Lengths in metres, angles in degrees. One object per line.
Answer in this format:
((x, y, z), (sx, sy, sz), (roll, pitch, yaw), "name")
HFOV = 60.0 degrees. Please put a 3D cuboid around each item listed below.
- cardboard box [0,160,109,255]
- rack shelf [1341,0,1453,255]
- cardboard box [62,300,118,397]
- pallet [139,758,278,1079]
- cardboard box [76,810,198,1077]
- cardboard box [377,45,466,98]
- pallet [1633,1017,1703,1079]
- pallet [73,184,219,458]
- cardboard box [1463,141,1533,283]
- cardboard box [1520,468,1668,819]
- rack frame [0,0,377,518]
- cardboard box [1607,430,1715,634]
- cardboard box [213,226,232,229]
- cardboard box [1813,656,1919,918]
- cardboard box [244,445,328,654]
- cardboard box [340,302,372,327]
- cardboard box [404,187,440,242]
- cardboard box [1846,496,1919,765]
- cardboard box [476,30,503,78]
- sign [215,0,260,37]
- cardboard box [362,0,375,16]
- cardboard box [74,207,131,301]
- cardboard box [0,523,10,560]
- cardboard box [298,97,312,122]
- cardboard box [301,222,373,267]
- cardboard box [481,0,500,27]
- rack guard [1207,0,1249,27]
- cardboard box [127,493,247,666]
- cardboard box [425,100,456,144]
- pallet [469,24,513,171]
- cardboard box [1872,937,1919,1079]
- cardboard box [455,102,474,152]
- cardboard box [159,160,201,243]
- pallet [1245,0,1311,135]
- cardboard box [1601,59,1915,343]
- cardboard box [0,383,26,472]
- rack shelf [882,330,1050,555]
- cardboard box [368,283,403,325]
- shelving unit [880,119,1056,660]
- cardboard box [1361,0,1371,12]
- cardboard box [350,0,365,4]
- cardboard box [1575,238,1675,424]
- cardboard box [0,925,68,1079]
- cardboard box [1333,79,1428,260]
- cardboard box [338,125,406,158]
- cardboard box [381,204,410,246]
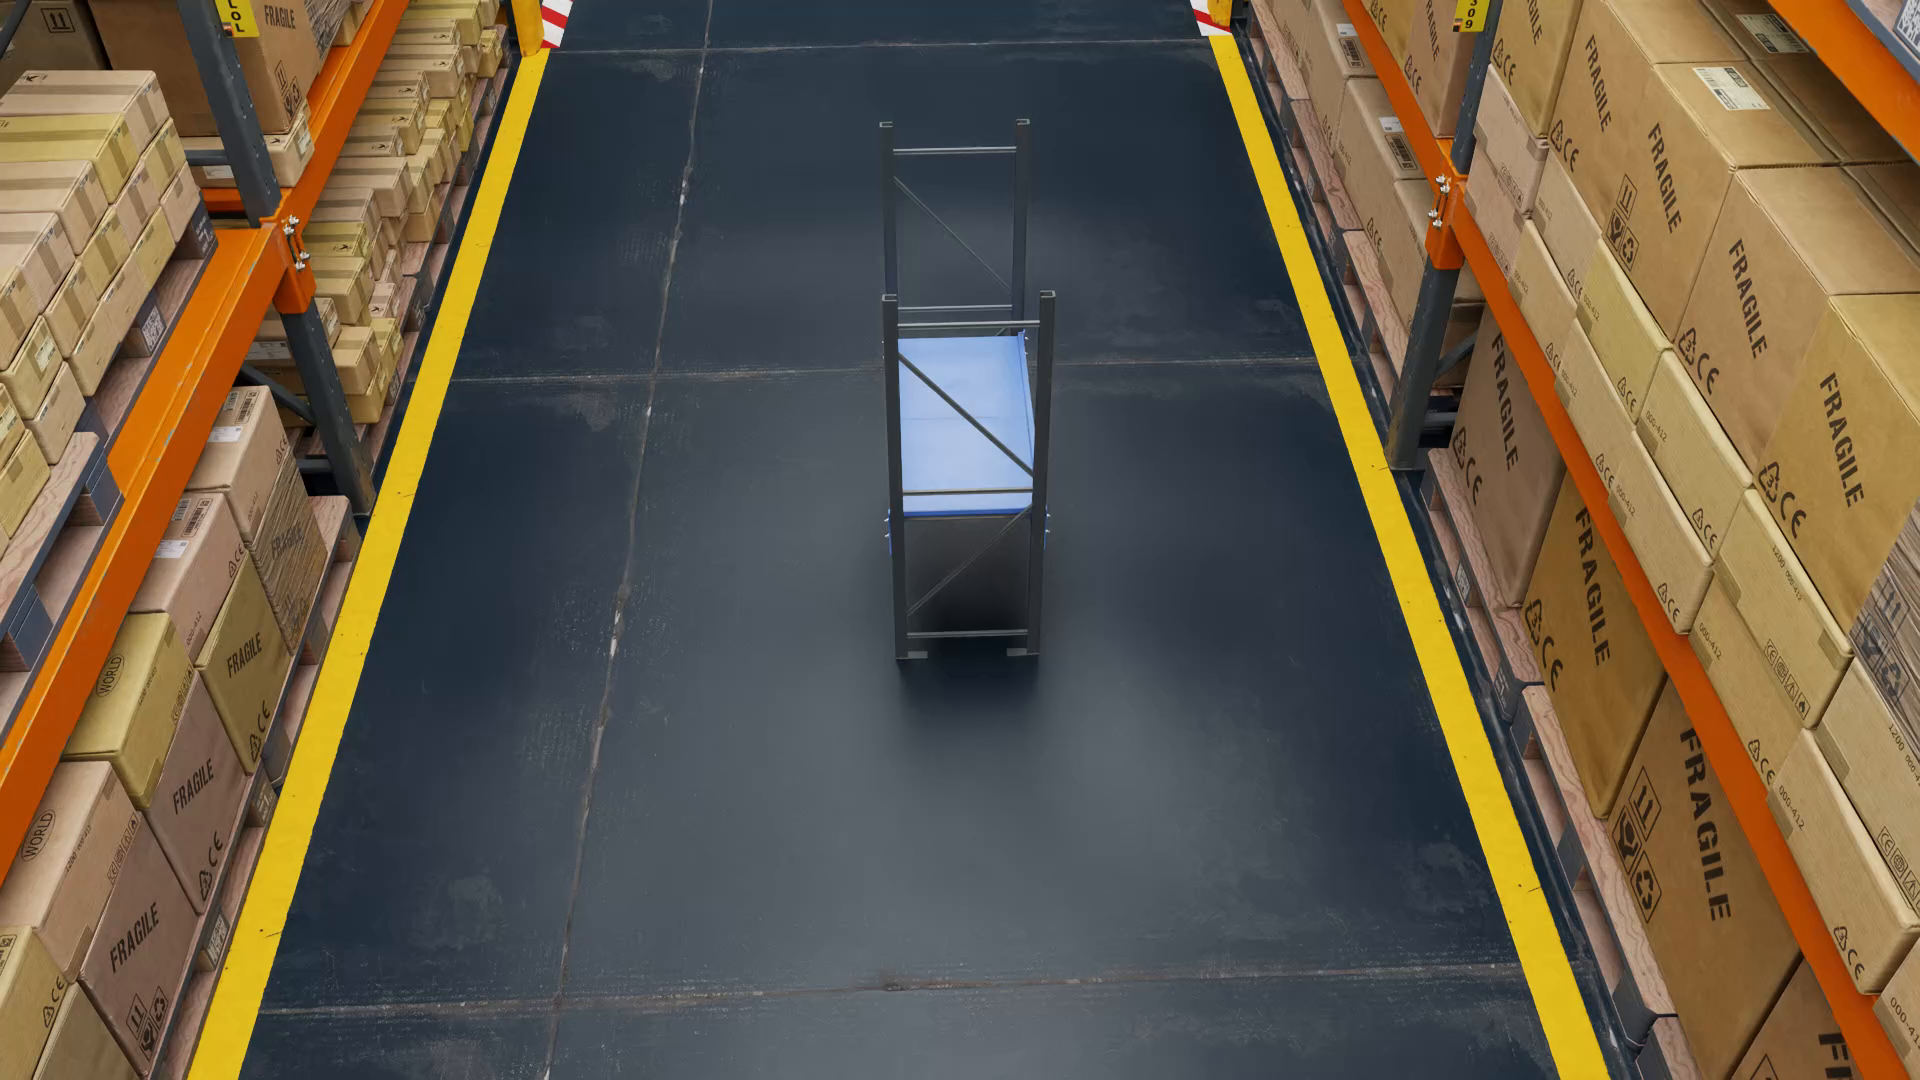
((-2.518, -0.878, 4.423), (0.380, 0.149, 0.250), (-3, 43, -3), "cardboard box")
((2.105, -2.513, 7.304), (1.077, 0.370, 4.000), (-2, 43, -2), "rack shelf")
((-2.506, -0.505, 4.456), (0.380, 0.149, 0.250), (-4, 43, -4), "cardboard box")
((-2.662, 1.161, 4.827), (1.003, 0.211, 1.213), (-2, 43, -2), "pallet")
((-2.408, 1.079, 4.393), (0.500, 0.500, 0.500), (-3, 43, -3), "cardboard box")
((-2.540, -2.193, 7.781), (0.380, 0.149, 0.250), (0, 43, 0), "cardboard box")
((2.401, 1.766, 4.167), (1.003, 0.211, 1.213), (-2, 43, -2), "pallet")
((-2.865, -0.627, 4.856), (1.003, 0.211, 1.213), (-2, 43, -2), "pallet")
((1.945, -1.068, 5.307), (0.500, 0.250, 0.500), (-3, 43, -3), "cardboard box")
((2.342, 0.226, 5.045), (0.875, 0.875, 0.875), (-1, 43, -1), "cardboard box")
((-2.752, -1.218, 5.359), (1.000, 3.000, 0.127), (-2, 43, -2), "rack frame")
((1.986, -0.035, 4.179), (0.500, 0.250, 0.500), (-2, 43, -2), "cardboard box")
((-3.095, -1.113, 6.603), (0.380, 0.149, 0.250), (-2, 43, -2), "cardboard box")
((2.060, 0.477, 3.250), (0.500, 0.250, 0.500), (-3, 43, -3), "cardboard box")
((-2.469, 0.041, 5.524), (0.500, 0.500, 0.500), (-2, 43, -3), "cardboard box")
((-2.548, -0.854, 6.540), (0.380, 0.149, 0.250), (-1, 43, -1), "cardboard box")
((-2.542, -1.452, 7.413), (0.380, 0.149, 0.250), (-3, 43, -3), "cardboard box")
((2.046, 0.179, 3.021), (0.500, 0.500, 0.500), (-1, 43, -1), "cardboard box")
((-2.579, -2.502, 8.559), (0.380, 0.149, 0.250), (0, 43, 0), "cardboard box")
((-2.197, -1.663, 4.988), (0.100, 0.325, 0.005), (-2, 43, -2), "sign")
((-2.541, -2.214, 6.631), (0.380, 0.149, 0.250), (0, 43, 0), "cardboard box")
((-2.518, -0.781, 4.538), (0.380, 0.149, 0.250), (0, 43, 0), "cardboard box")
((-2.467, 0.042, 3.860), (0.380, 0.149, 0.250), (-3, 43, -3), "cardboard box")
((-2.522, -1.498, 5.851), (0.380, 0.149, 0.250), (0, 43, -1), "cardboard box")
((-2.572, -1.137, 6.629), (0.380, 0.149, 0.250), (-2, 43, -2), "cardboard box")
((-2.614, -2.784, 8.646), (0.380, 0.149, 0.250), (-3, 43, -3), "cardboard box")
((2.019, -3.223, 9.397), (1.175, 0.500, 0.348), (-2, 43, -2), "rack guard")
((-2.459, 0.115, 4.889), (0.500, 0.250, 0.500), (0, 43, 0), "cardboard box")
((-2.563, -1.910, 7.693), (0.380, 0.149, 0.250), (0, 43, 0), "cardboard box")
((-2.919, -2.290, 8.592), (1.003, 0.211, 1.213), (-2, 43, -2), "pallet")
((2.079, 0.994, 3.057), (0.500, 0.250, 0.500), (-3, 43, -3), "cardboard box")
((-2.557, -1.985, 7.994), (0.380, 0.149, 0.250), (-3, 43, -4), "cardboard box")
((-2.537, -1.018, 5.016), (0.380, 0.149, 0.250), (-3, 43, -3), "cardboard box")
((2.132, -2.563, 8.890), (1.003, 0.211, 1.213), (-2, 43, -2), "pallet")
((1.989, -0.847, 4.140), (0.500, 0.500, 0.500), (-3, 43, -3), "cardboard box")
((-2.478, -0.237, 3.944), (0.380, 0.149, 0.250), (-1, 43, -2), "cardboard box")
((0.004, -0.363, 5.802), (0.538, 0.185, 1.000), (-2, 43, -2), "rack shelf")
((-2.520, -0.923, 6.836), (0.380, 0.149, 0.250), (-2, 43, -2), "cardboard box")
((0.004, -0.495, 5.680), (0.538, 1.500, 1.048), (-2, 43, -2), "shelving unit")
((1.851, -2.457, 6.637), (0.500, 0.500, 0.500), (-2, 43, -2), "cardboard box")
((-2.535, -2.381, 6.333), (0.500, 0.500, 0.500), (-2, 43, -3), "cardboard box")
((1.972, -0.559, 4.381), (0.500, 0.250, 0.500), (-1, 43, -1), "cardboard box")
((-2.391, 1.158, 3.751), (0.500, 0.250, 0.500), (-2, 43, -2), "cardboard box")
((2.232, -1.670, 7.437), (0.875, 0.438, 0.875), (-3, 43, -3), "cardboard box")
((-2.629, -1.668, 7.208), (0.380, 0.149, 0.250), (-3, 43, -4), "cardboard box")
((-2.591, -1.386, 7.121), (0.380, 0.149, 0.250), (0, 43, 0), "cardboard box")
